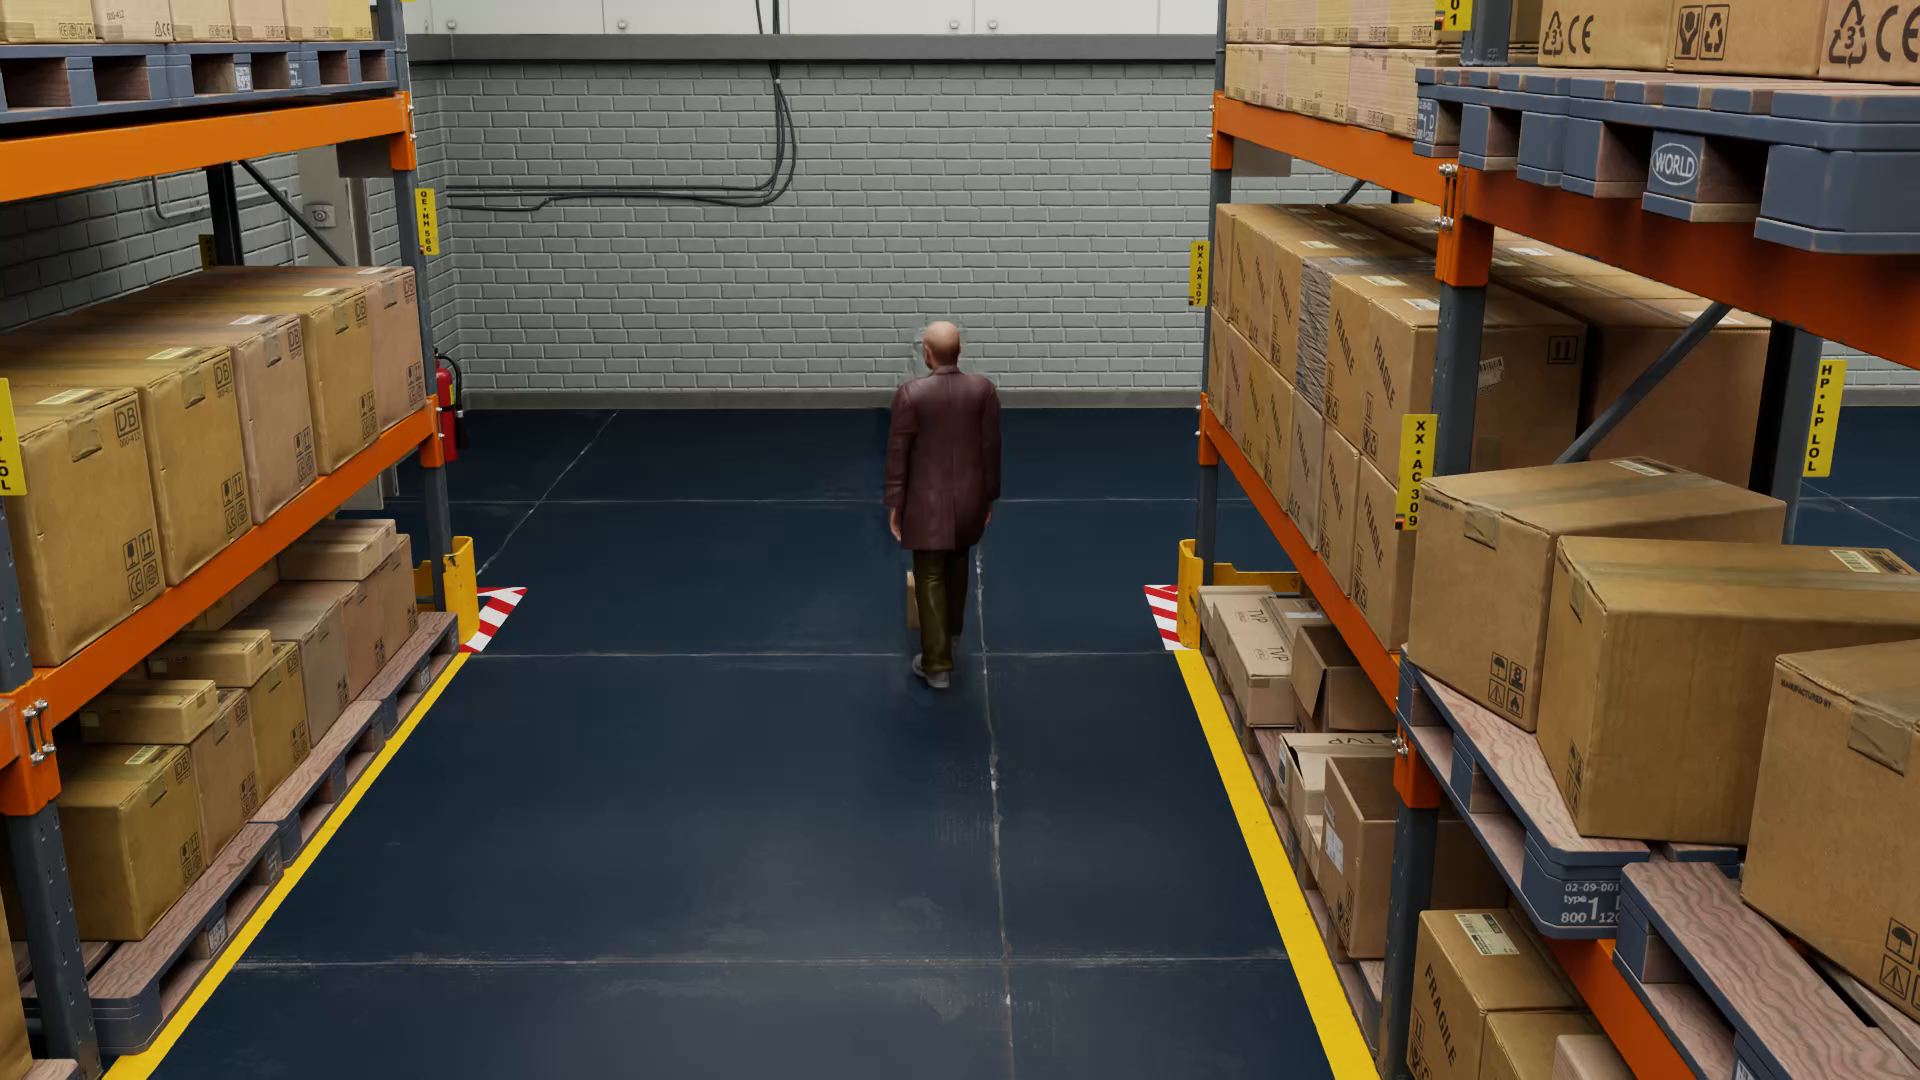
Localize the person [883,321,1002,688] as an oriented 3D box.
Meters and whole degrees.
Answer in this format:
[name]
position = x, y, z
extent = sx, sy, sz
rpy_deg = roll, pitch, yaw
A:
[person]
position = -0.105, -0.218, 8.249
extent = 0.601, 1.745, 0.817
rpy_deg = -5, 17, -15
